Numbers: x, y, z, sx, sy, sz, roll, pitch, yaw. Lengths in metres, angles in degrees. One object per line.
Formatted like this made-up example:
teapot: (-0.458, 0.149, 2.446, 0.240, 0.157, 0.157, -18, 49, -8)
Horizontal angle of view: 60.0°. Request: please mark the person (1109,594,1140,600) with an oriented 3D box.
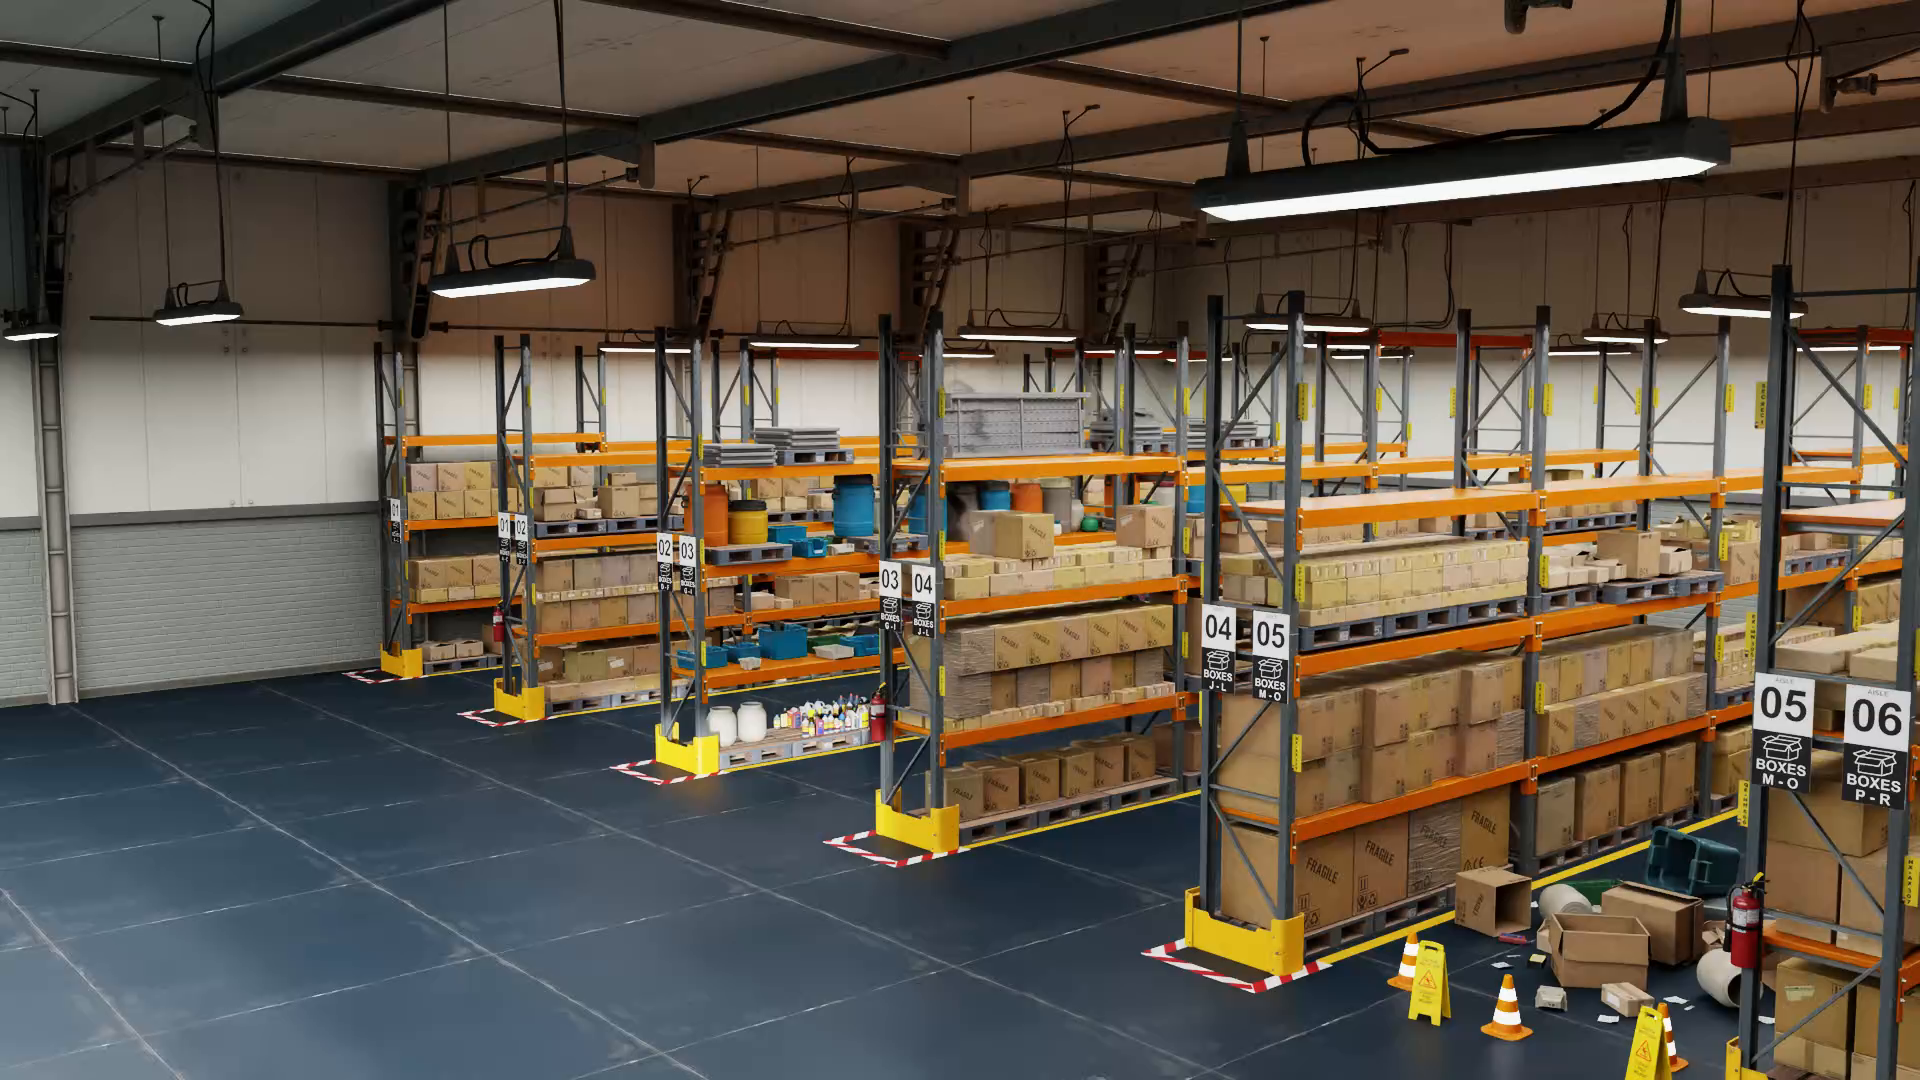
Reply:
person: (3.147, 1.387, 32.079, 0.697, 1.733, 0.754, 4, 6, 36)
